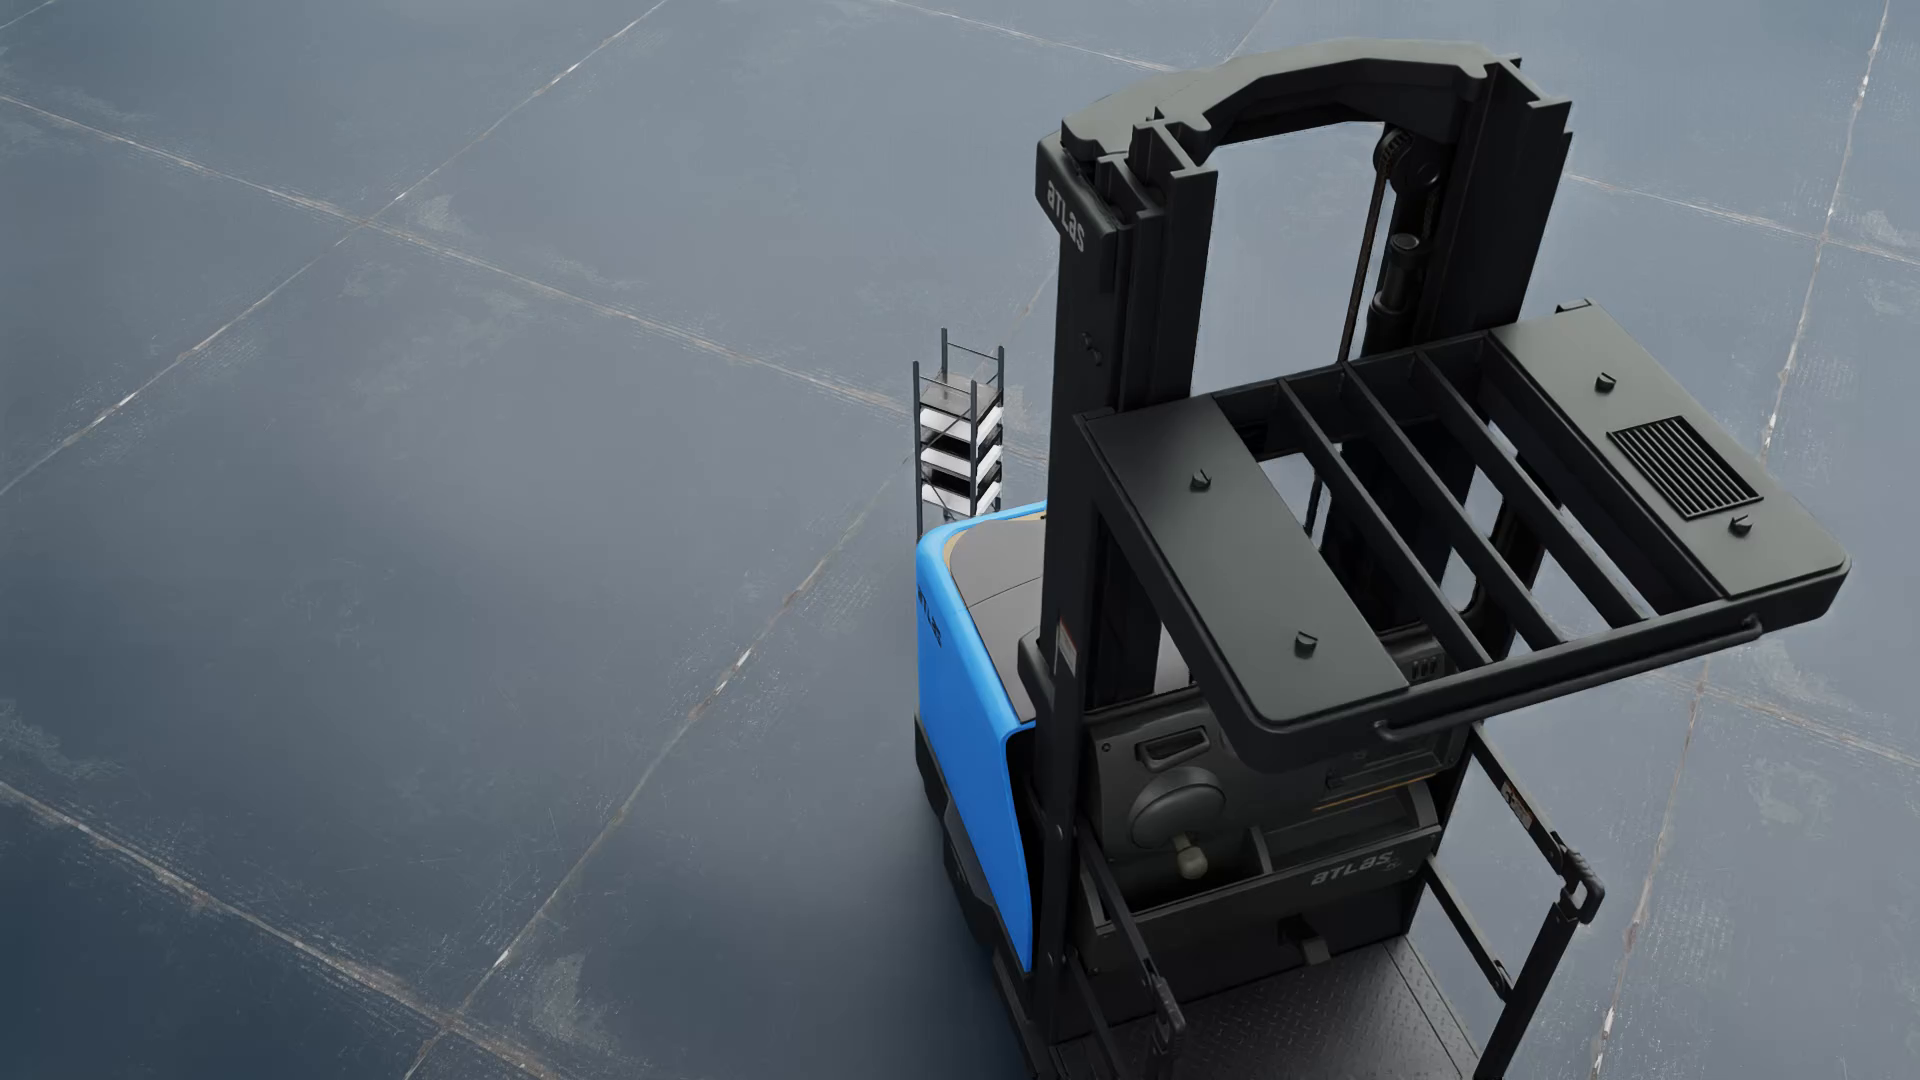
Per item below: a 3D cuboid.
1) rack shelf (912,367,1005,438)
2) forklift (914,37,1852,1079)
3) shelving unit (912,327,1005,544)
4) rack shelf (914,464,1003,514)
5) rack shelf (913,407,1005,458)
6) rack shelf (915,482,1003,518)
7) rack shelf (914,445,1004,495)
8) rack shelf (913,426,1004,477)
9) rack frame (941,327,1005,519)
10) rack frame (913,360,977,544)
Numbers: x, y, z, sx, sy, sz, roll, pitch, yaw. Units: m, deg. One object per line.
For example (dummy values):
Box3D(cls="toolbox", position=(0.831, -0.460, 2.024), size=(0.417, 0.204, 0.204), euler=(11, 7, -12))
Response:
Box3D(cls="rack shelf", position=(-0.004, -0.478, 5.757), size=(0.258, 0.077, 0.200), euler=(20, 49, 19))
Box3D(cls="forklift", position=(0.812, 0.580, 3.616), size=(1.130, 2.935, 3.031), euler=(-14, 47, -13))
Box3D(cls="shelving unit", position=(-0.004, -0.311, 5.925), size=(0.258, 0.900, 0.210), euler=(20, 49, 19))
Box3D(cls="rack shelf", position=(-0.004, -0.225, 6.013), size=(0.258, 0.077, 0.200), euler=(20, 49, 19))
Box3D(cls="rack shelf", position=(-0.004, -0.414, 5.821), size=(0.258, 0.077, 0.200), euler=(20, 49, 19))
Box3D(cls="rack shelf", position=(-0.004, -0.161, 6.077), size=(0.258, 0.077, 0.200), euler=(20, 49, 19))
Box3D(cls="rack shelf", position=(-0.004, -0.288, 5.949), size=(0.258, 0.077, 0.200), euler=(20, 49, 19))
Box3D(cls="rack shelf", position=(-0.004, -0.351, 5.885), size=(0.258, 0.077, 0.200), euler=(20, 49, 19))
Box3D(cls="rack frame", position=(0.043, -0.375, 5.988), size=(0.240, 0.900, 0.006), euler=(20, 49, 19))
Box3D(cls="rack frame", position=(-0.051, -0.247, 5.862), size=(0.240, 0.900, 0.006), euler=(20, 49, 19))
